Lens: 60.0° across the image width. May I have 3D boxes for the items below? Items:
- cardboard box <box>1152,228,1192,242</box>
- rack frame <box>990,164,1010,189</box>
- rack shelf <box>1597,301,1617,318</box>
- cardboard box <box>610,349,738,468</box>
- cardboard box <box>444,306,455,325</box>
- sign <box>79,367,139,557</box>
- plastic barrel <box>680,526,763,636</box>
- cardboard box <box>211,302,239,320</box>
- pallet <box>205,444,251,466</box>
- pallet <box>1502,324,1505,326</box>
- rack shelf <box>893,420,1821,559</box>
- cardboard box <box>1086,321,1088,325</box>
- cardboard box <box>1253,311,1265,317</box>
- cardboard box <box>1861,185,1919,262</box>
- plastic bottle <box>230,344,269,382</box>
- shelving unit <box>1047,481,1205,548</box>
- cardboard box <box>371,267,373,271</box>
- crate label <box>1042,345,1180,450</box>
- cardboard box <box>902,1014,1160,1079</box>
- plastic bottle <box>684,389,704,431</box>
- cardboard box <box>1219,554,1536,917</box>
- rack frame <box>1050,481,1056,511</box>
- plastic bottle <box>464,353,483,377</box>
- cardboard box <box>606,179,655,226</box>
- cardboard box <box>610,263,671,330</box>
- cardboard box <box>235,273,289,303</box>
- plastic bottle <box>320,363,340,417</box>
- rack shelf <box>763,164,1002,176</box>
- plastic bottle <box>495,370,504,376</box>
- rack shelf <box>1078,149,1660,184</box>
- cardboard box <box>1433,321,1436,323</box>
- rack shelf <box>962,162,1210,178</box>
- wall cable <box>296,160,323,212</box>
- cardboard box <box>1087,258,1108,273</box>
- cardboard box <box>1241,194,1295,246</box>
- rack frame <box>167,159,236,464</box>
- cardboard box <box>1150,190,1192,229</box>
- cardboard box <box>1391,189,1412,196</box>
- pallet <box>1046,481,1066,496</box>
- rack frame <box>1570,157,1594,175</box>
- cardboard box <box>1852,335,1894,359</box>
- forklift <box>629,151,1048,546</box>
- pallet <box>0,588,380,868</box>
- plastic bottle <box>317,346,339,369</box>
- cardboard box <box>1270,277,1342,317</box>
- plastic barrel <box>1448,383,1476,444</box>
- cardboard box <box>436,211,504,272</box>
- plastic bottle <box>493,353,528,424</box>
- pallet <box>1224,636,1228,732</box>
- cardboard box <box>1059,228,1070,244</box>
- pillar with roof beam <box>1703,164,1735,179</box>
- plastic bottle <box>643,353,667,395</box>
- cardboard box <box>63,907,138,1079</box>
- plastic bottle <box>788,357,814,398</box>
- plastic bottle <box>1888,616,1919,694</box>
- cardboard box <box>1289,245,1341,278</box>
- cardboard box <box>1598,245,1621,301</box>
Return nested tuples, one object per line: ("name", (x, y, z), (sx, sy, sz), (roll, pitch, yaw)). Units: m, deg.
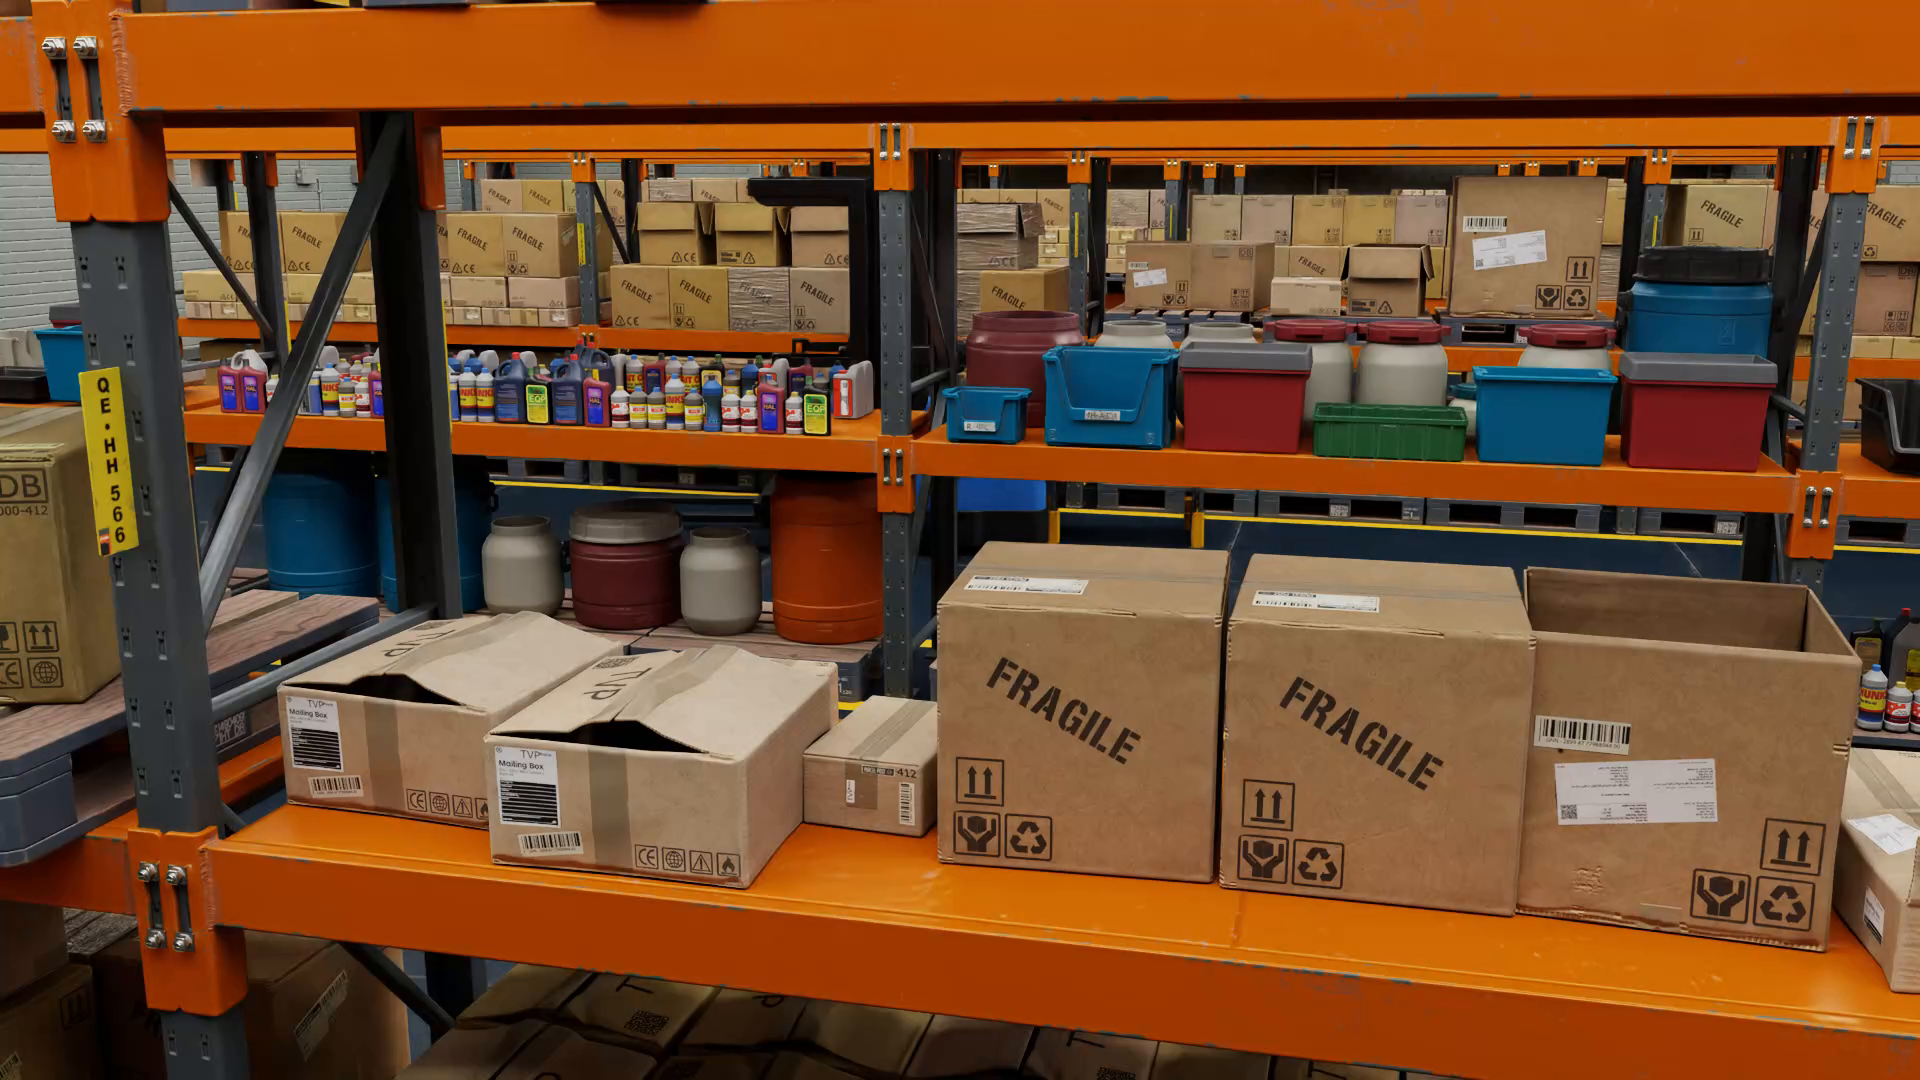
("cardboard box", (2.837, -4.037, 22.194), (0.500, 0.250, 0.500), (3, 13, 13))
("rack frame", (0.671, -5.146, 28.001), (0.127, 3.000, 1.000), (3, 13, 14))
("rack shelf", (8.106, -2.185, 16.319), (4.000, 0.370, 1.077), (3, 13, 14))
("cardboard box", (-2.263, -1.156, 13.956), (0.875, 0.875, 1.225), (3, 13, 14))
("cardboard box", (-4.263, -1.895, 13.931), (0.250, 0.149, 0.380), (3, 13, 15))
("sign", (-1.504, -0.139, 2.945), (0.005, 0.325, 0.100), (3, 13, 14))
("plastic barrel", (-1.241, 0.209, 8.642), (0.421, 0.512, 0.421), (0, 13, 0))
("cardboard box", (-6.258, -2.002, 14.411), (0.250, 0.149, 0.380), (3, 13, 13))
("pallet", (-5.978, -0.839, 15.027), (1.213, 0.211, 1.003), (3, 13, 14))
("pallet", (9.200, -3.319, 26.206), (1.213, 0.211, 1.003), (3, 13, 14))
("rack shelf", (1.749, -0.314, 7.882), (4.000, 0.370, 1.077), (3, 13, 14))
("cardboard box", (1.554, -2.179, 17.700), (0.500, 0.250, 0.500), (3, 13, 12))
("cardboard box", (5.156, -3.948, 27.118), (0.625, 0.625, 0.875), (3, 13, 15))
("cardboard box", (6.225, -2.156, 11.301), (0.500, 0.500, 0.500), (3, 13, 14))
("plastic bottle", (-3.773, -0.863, 8.814), (0.185, 0.351, 0.144), (3, 13, 14))
("shelving unit", (1.155, -0.744, 11.626), (1.083, 1.500, 0.587), (0, 13, 2))
("cardboard box", (-5.252, -2.275, 14.722), (0.500, 0.250, 0.500), (3, 13, 12))
("crate label", (0.707, -0.677, 7.780), (0.616, 0.435, 0.502), (3, 13, 14))
("cardboard box", (0.180, 1.164, 3.645), (0.500, 0.311, 0.500), (3, 13, 13))
("plastic bottle", (-1.303, -0.640, 8.151), (0.097, 0.201, 0.097), (0, 13, 0))
("cardboard box", (0.761, 0.335, 3.067), (0.500, 0.500, 0.500), (3, 13, 14))
("rack frame", (0.656, -0.748, 11.644), (0.032, 1.500, 0.500), (0, 13, 2))
("plastic bottle", (-2.653, -0.881, 9.079), (0.097, 0.271, 0.097), (0, 13, 0))
("cardboard box", (-3.628, -3.784, 18.637), (0.500, 0.500, 0.500), (3, 13, 12))
("cardboard box", (-2.503, -1.990, 13.547), (0.500, 0.500, 0.500), (3, 13, 14))
("cardboard box", (-5.865, -2.190, 14.339), (0.500, 0.250, 0.500), (3, 13, 13))
("plastic bottle", (-3.257, -0.778, 8.614), (0.097, 0.271, 0.097), (0, 13, 0))
("rack shelf", (-1.271, -6.363, 28.222), (4.000, 0.370, 1.077), (3, 13, 14))
("plastic bottle", (-2.522, -0.874, 9.208), (0.097, 0.201, 0.097), (0, 13, 0))
("rack shelf", (2.936, -2.819, 12.252), (4.000, 0.370, 1.077), (3, 13, 14))
("cardboard box", (6.043, -2.672, 21.949), (0.625, 0.372, 0.950), (4, 13, 17))
("rack shelf", (1.427, -5.111, 22.581), (4.000, 0.370, 1.077), (3, 13, 14))
("wall cable", (-9.879, -5.108, 25.414), (0.123, 1.953, 0.585), (3, 13, 14))
("cardboard box", (1.451, -2.872, 17.366), (0.250, 0.149, 0.380), (3, 13, 13))
("cardboard box", (3.205, -3.333, 17.294), (0.500, 0.500, 0.700), (3, 13, 13))
("rack frame", (-6.773, -2.225, 14.838), (0.127, 3.000, 1.000), (3, 13, 14))
("cardboard box", (2.804, -4.403, 22.114), (0.500, 0.500, 0.500), (3, 13, 12))
("cardboard box", (5.801, -4.536, 21.867), (0.250, 0.149, 0.380), (4, 13, 17))
("pallet", (0.247, -0.505, 13.525), (1.213, 0.211, 1.003), (3, 13, 14))
("rack frame", (6.164, -2.640, 16.709), (0.127, 3.000, 1.000), (3, 13, 14))
("cardboard box", (6.234, -1.346, 11.454), (0.250, 0.149, 0.380), (3, 13, 14))
("forklift", (-0.903, -1.447, 11.488), (3.031, 2.935, 1.130), (0, 13, 2))
("pallet", (-2.058, 0.346, 3.691), (1.003, 0.211, 1.213), (3, 13, 14))
("plastic bottle", (-3.616, -0.963, 9.436), (0.135, 0.276, 0.152), (3, 13, 14))
("cardboard box", (2.566, -1.807, 12.328), (0.500, 0.250, 0.500), (3, 13, 12))
("plastic barrel", (2.443, -0.594, 7.807), (0.301, 0.262, 0.301), (0, 13, 0))
("cardboard box", (-4.276, -2.588, 14.399), (0.500, 0.500, 0.500), (3, 13, 12))
("plastic bottle", (-2.251, -0.769, 8.386), (0.185, 0.351, 0.144), (3, 13, 14))
("pallet", (1.731, 0.705, 8.069), (1.213, 0.211, 1.003), (3, 13, 14))
("cardboard box", (1.197, -3.177, 17.364), (0.250, 0.149, 0.380), (3, 13, 15))
("pillar with roof beam", (10.830, -6.772, 21.481), (0.400, 9.000, 9.100), (3, 13, 14))
("plastic bottle", (-1.646, -0.872, 9.006), (0.133, 0.283, 0.061), (3, 13, 14))
("cardboard box", (-2.266, 1.169, 4.296), (0.500, 0.500, 0.500), (3, 13, 11))
("plastic bottle", (-0.843, -0.829, 8.813), (0.133, 0.283, 0.061), (3, 13, 14))
("plastic bottle", (4.351, 0.521, 7.562), (0.185, 0.351, 0.144), (3, 13, 14))
("cardboard box", (3.636, -2.765, 17.038), (0.500, 0.500, 0.500), (3, 13, 13))
("cardboard box", (6.525, -2.697, 16.618), (0.550, 0.550, 0.875), (3, 13, 14))
